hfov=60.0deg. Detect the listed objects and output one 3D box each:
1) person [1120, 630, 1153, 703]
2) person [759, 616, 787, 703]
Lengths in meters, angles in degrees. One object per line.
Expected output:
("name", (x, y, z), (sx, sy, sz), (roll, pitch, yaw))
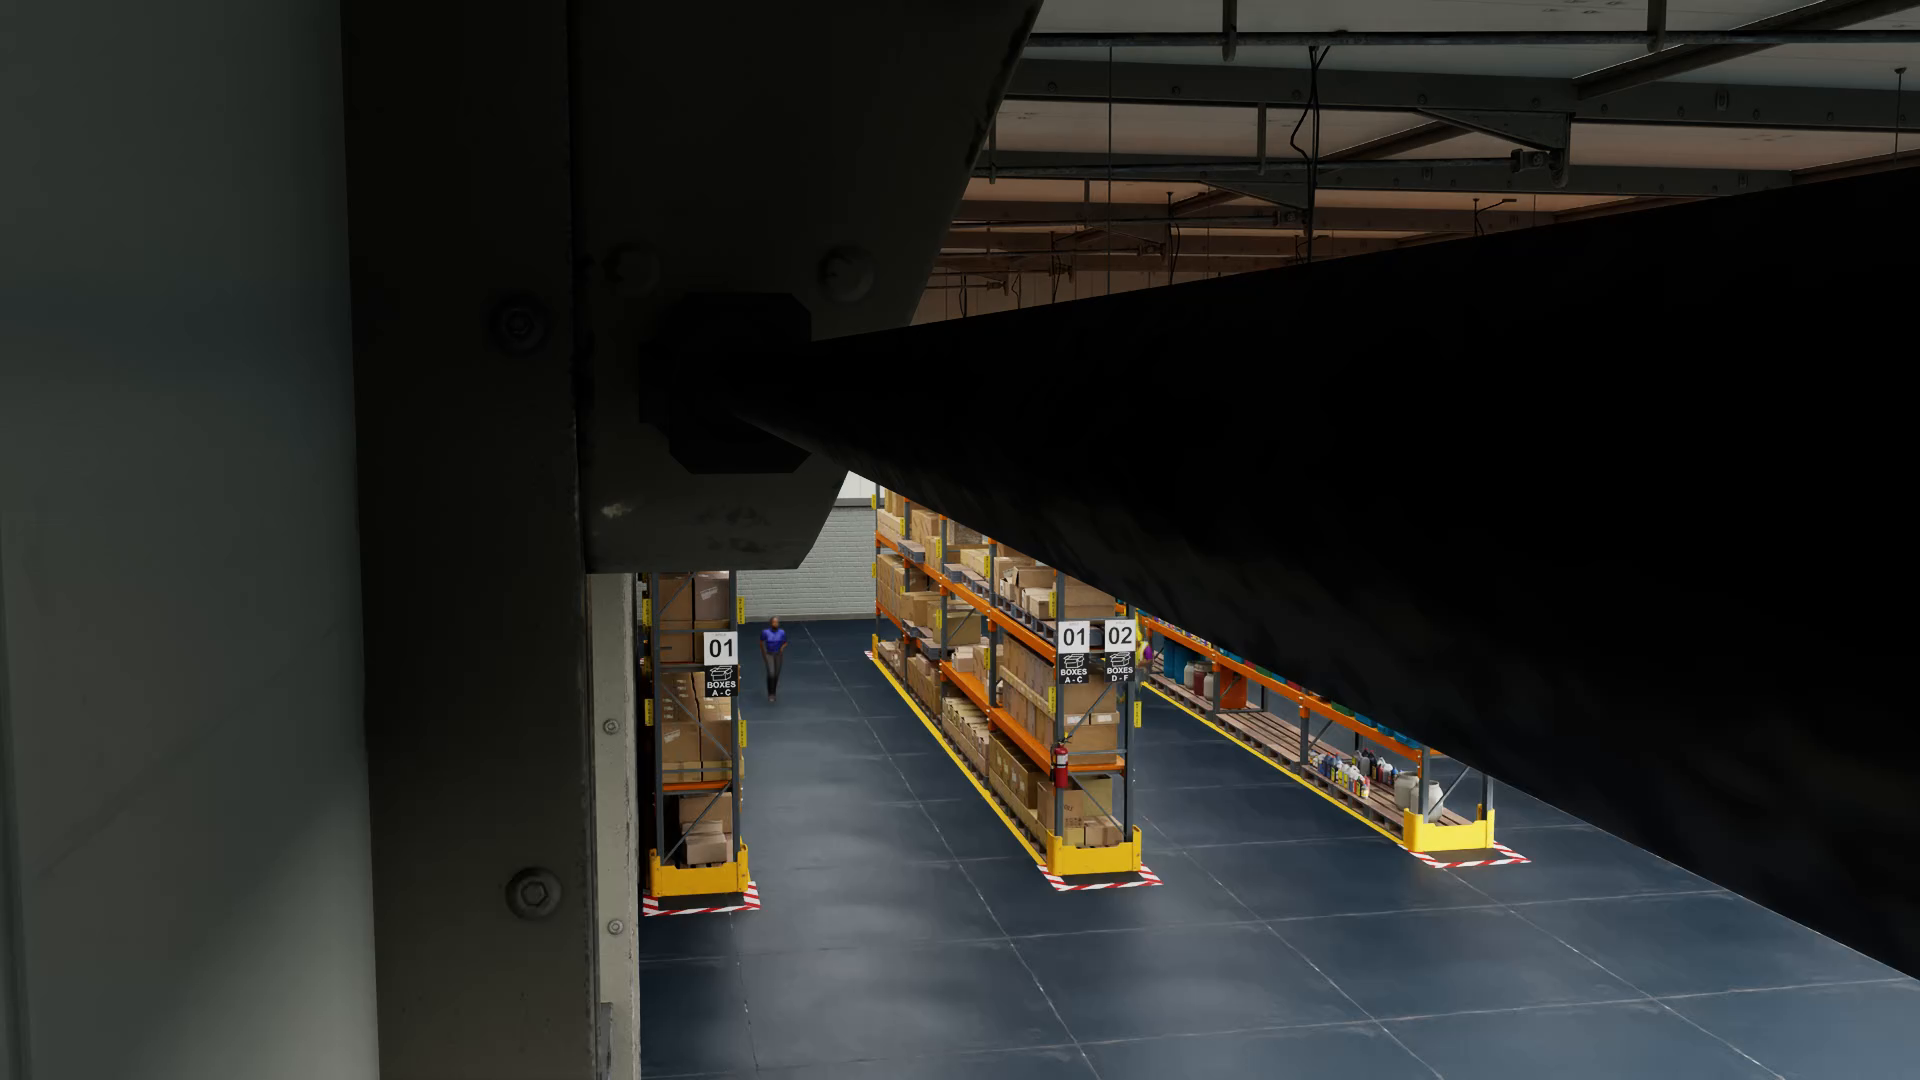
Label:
("person", (3.241, 2.383, 30.944), (0.745, 1.520, 0.982), (2, 6, 16))
("person", (-3.555, 2.273, 31.754), (0.487, 1.670, 0.802), (-2, 6, -21))
